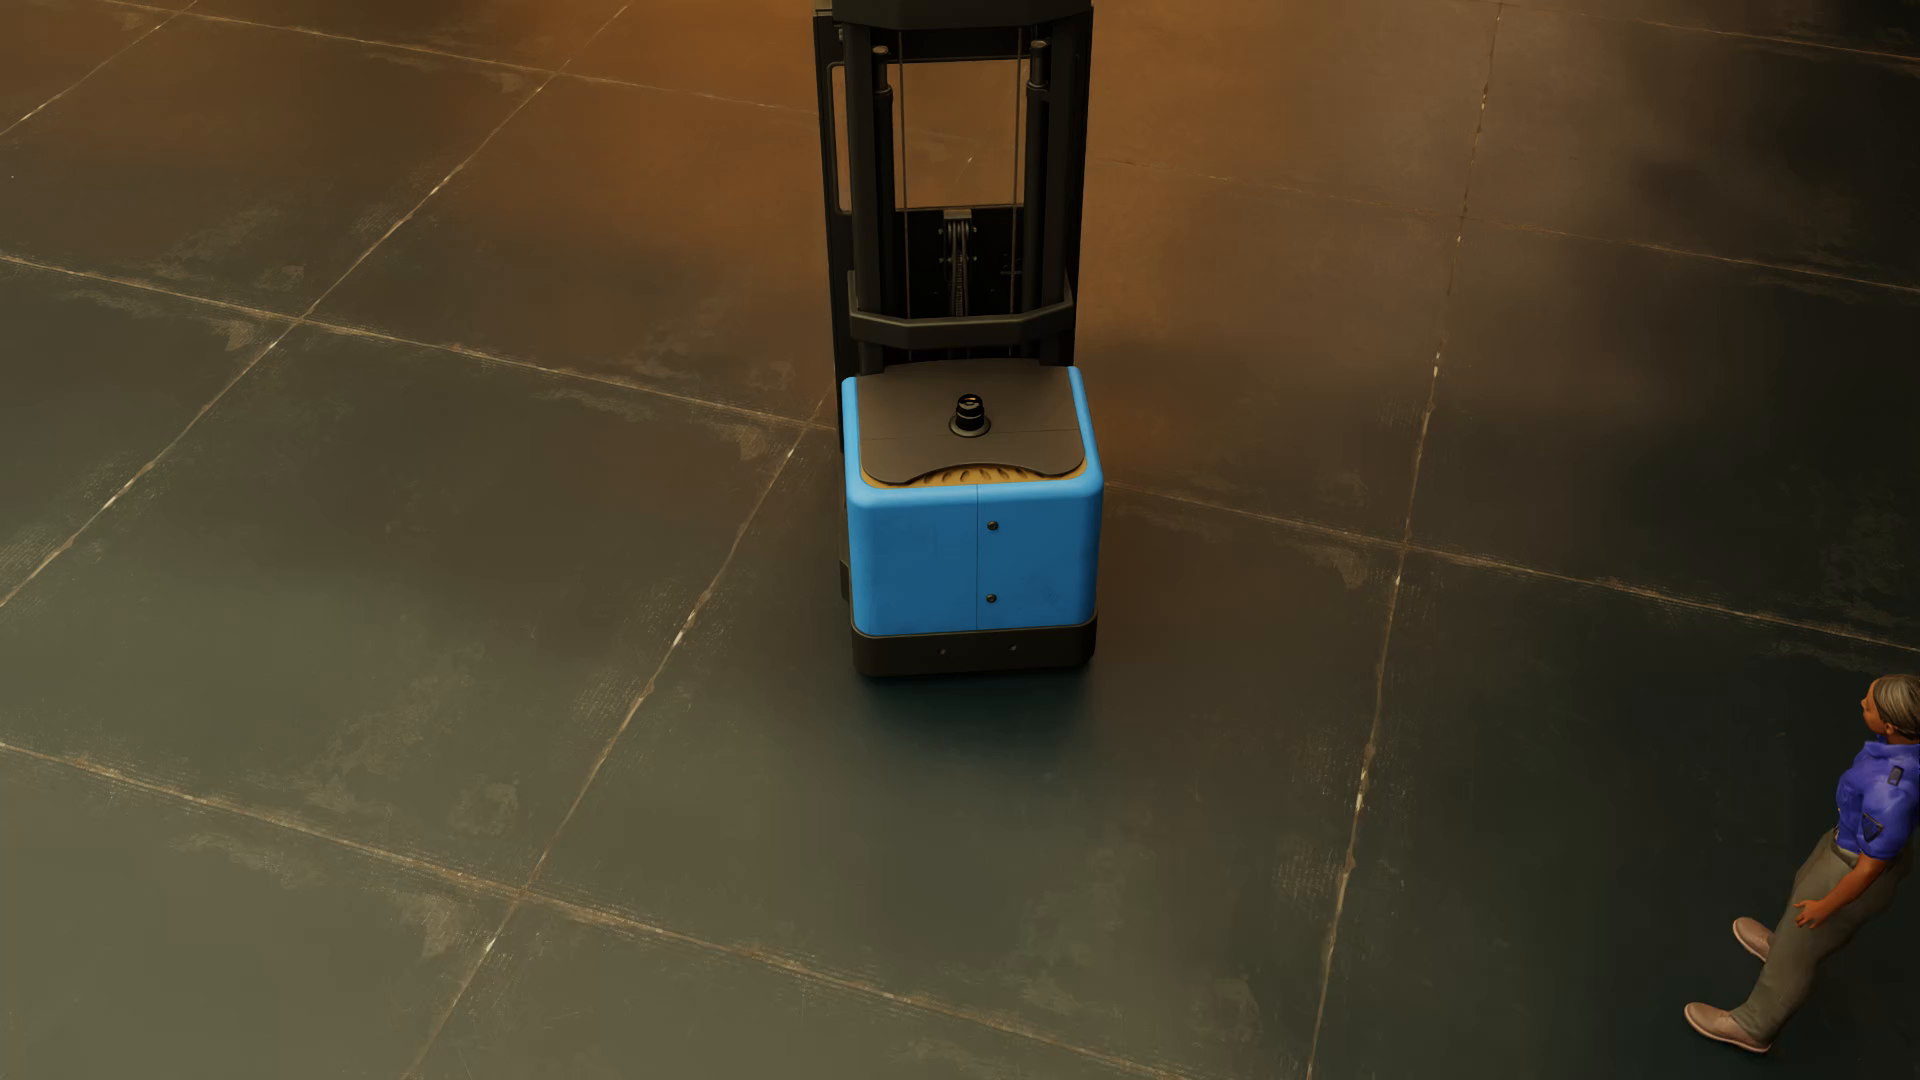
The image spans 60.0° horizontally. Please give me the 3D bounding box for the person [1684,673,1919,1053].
[{"bbox_3d":[2.902,1.054,5.497,0.399,1.662,0.590,33,52,31],"label":"person"}]

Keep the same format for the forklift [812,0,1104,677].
[{"bbox_3d":[-0.048,-1.486,7.287,1.130,2.935,3.031,-3,43,-3],"label":"forklift"}]
